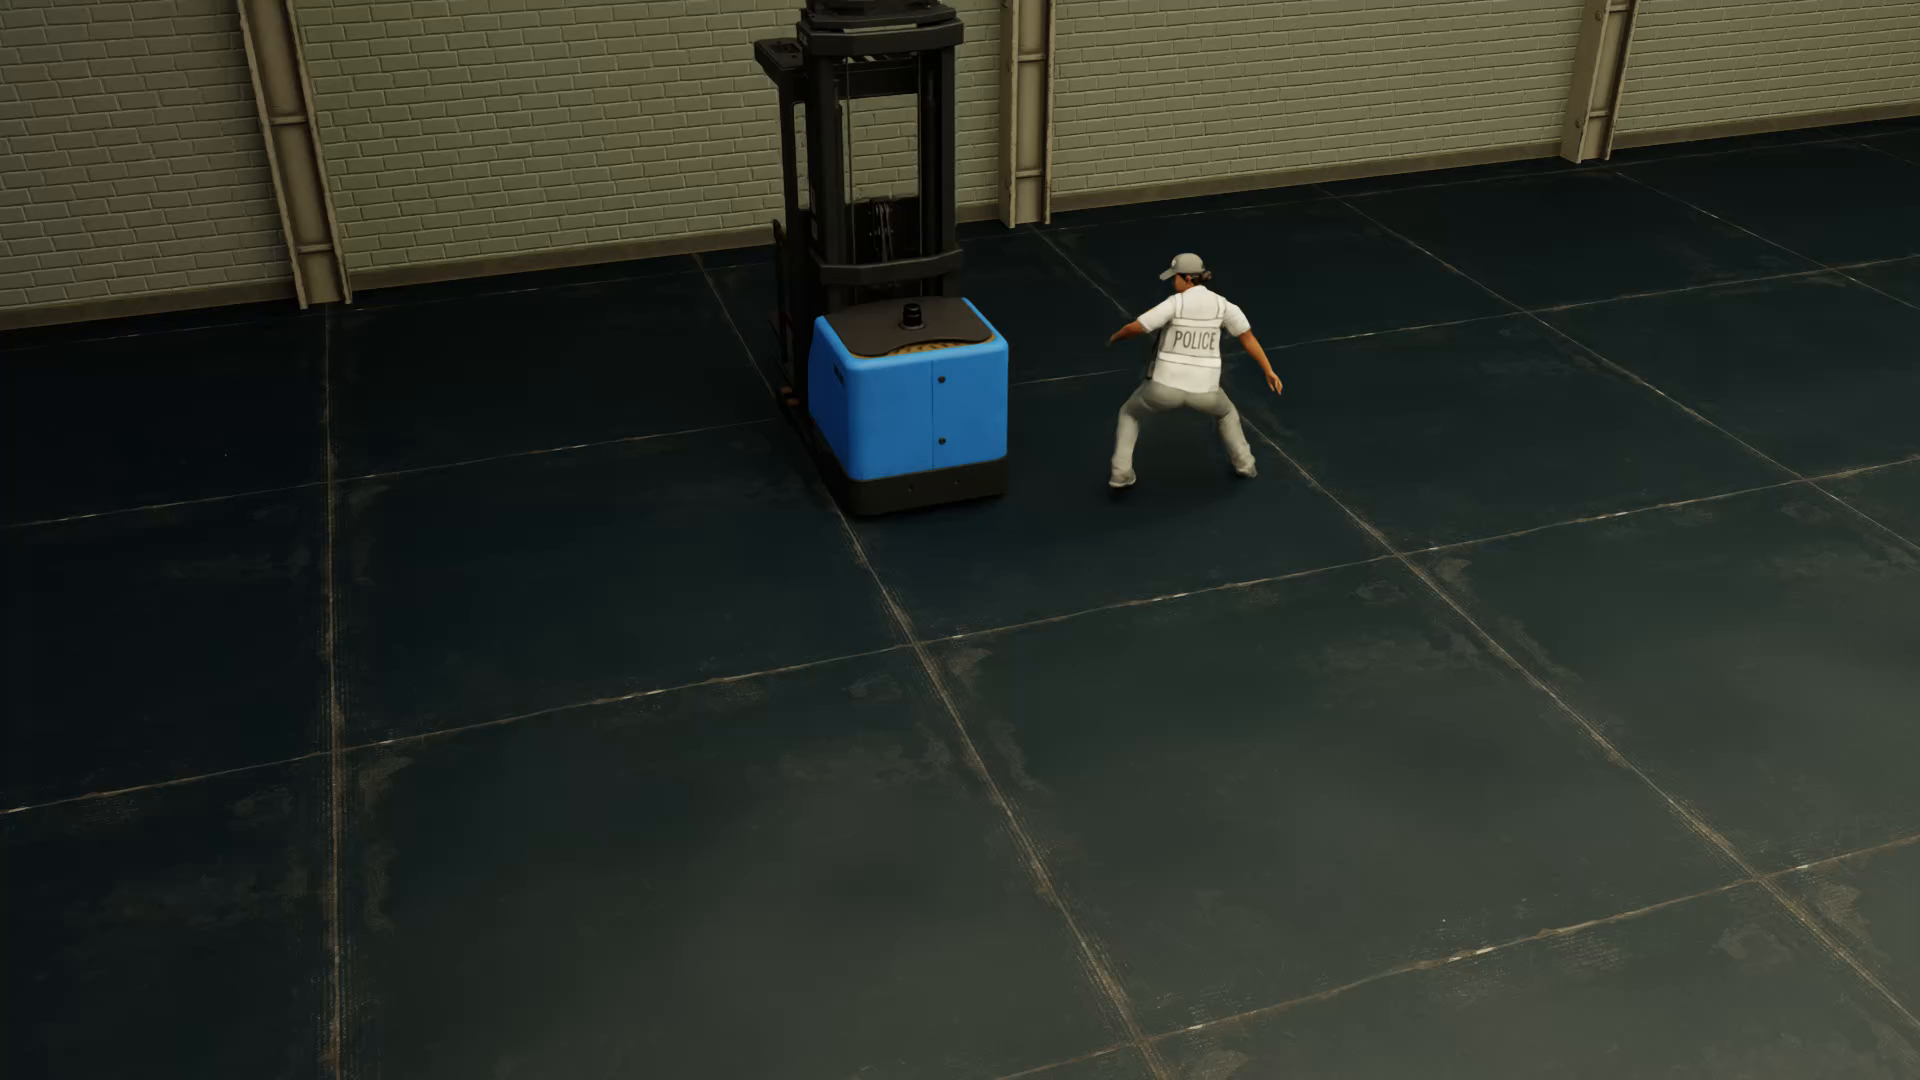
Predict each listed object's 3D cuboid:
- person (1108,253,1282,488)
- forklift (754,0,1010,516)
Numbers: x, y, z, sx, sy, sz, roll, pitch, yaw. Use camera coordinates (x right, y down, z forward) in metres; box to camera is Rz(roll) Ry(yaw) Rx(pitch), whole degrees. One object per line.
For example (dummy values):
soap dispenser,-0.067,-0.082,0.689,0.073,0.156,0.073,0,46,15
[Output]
person,1.445,-0.960,10.311,1.040,1.623,0.538,-1,30,-1
forklift,-0.651,-2.140,10.807,1.130,2.935,3.031,-10,31,-16
